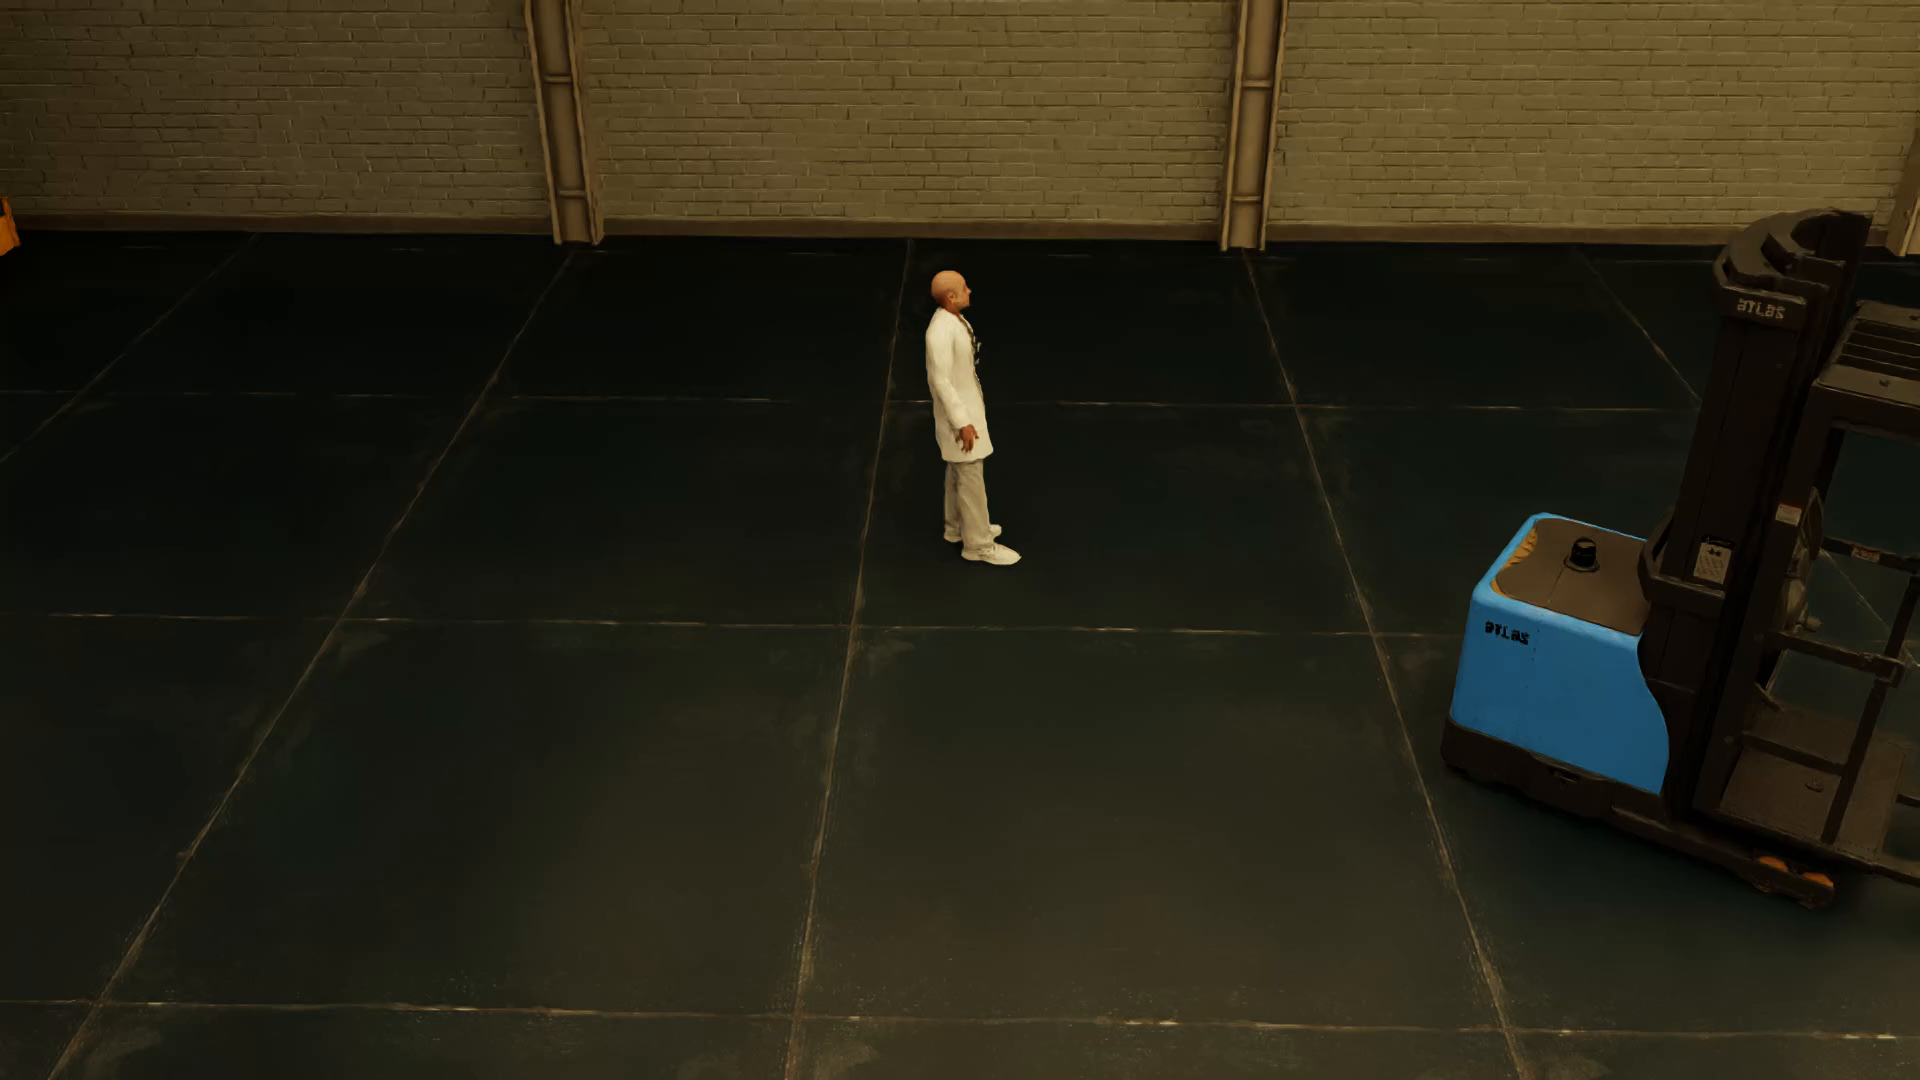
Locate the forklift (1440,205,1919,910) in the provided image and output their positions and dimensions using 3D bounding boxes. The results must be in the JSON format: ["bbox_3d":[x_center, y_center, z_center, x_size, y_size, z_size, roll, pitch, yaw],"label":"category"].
[{"bbox_3d":[3.963,0.121,7.409,3.031,2.935,1.130,19,35,29],"label":"forklift"}]

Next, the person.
[{"bbox_3d":[0.091,-0.768,10.039,0.579,1.776,0.694,1,31,1],"label":"person"}]
